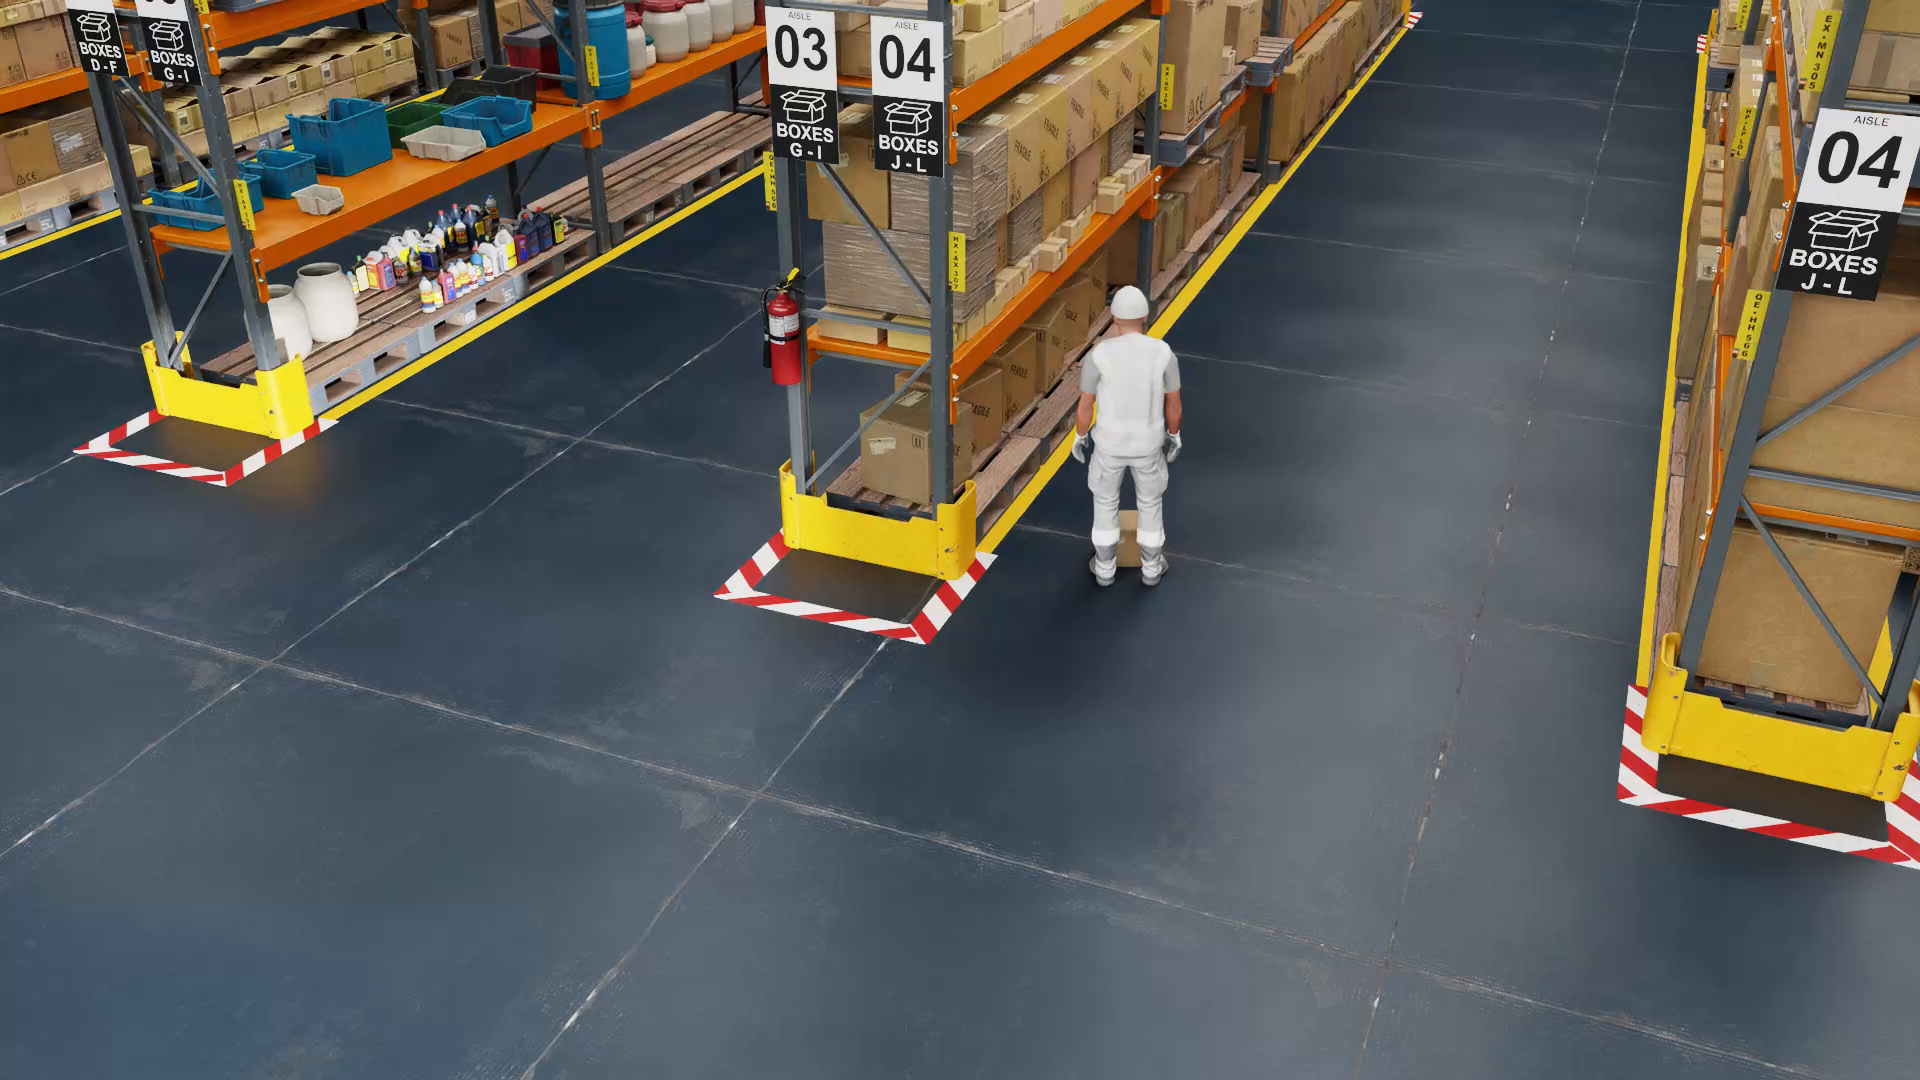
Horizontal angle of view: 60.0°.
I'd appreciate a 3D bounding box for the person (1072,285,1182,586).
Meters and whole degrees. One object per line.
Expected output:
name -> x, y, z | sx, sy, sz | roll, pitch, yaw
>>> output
person -> 0.945, -0.564, 9.387 | 0.623, 1.781, 0.446 | 0, 29, 0
